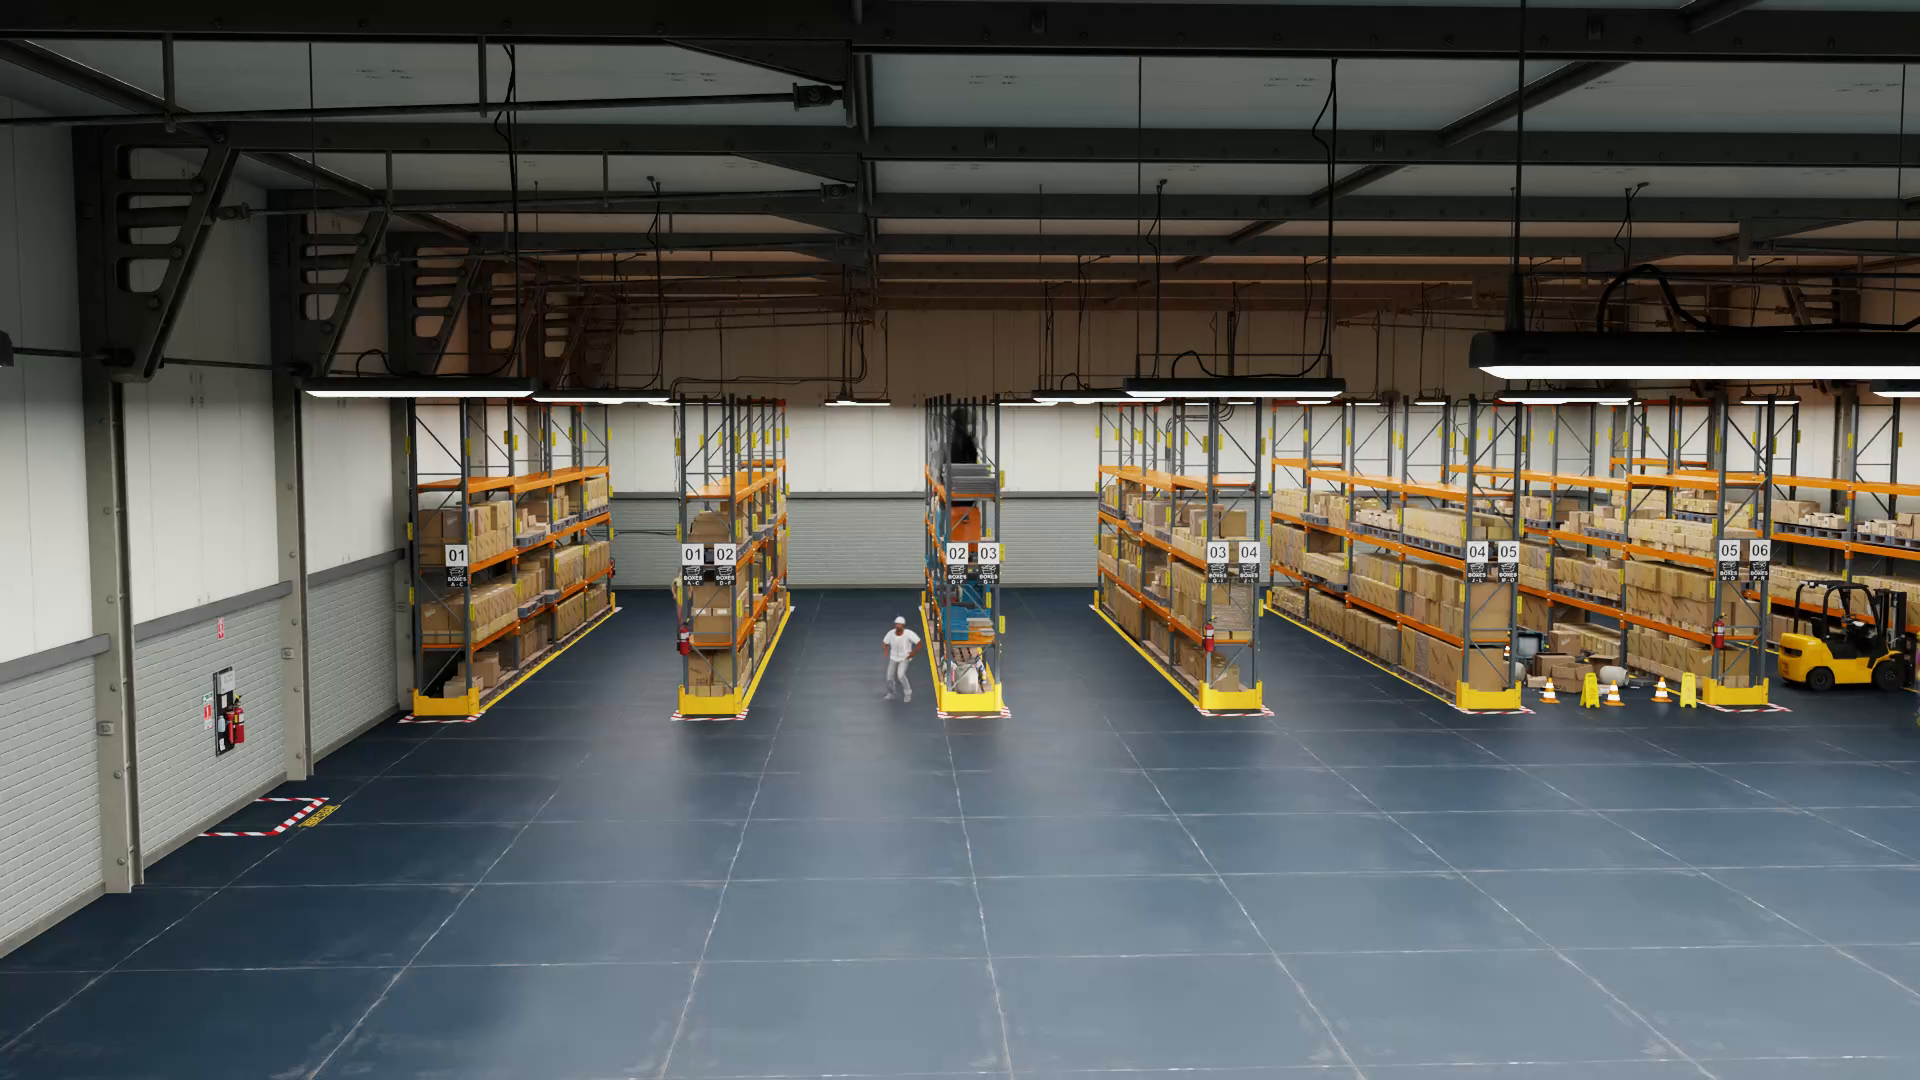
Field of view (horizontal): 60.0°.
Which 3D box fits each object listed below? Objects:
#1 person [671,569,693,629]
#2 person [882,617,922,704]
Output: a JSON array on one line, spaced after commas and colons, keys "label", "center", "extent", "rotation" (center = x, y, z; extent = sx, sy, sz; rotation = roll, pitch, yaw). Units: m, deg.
[{"label": "person", "center": [-7.135, 1.560, 42.765], "extent": [0.564, 1.597, 0.813], "rotation": [0, 5, -6]}, {"label": "person", "center": [-1.156, 2.323, 32.352], "extent": [0.814, 1.690, 0.676], "rotation": [2, 5, 18]}]
